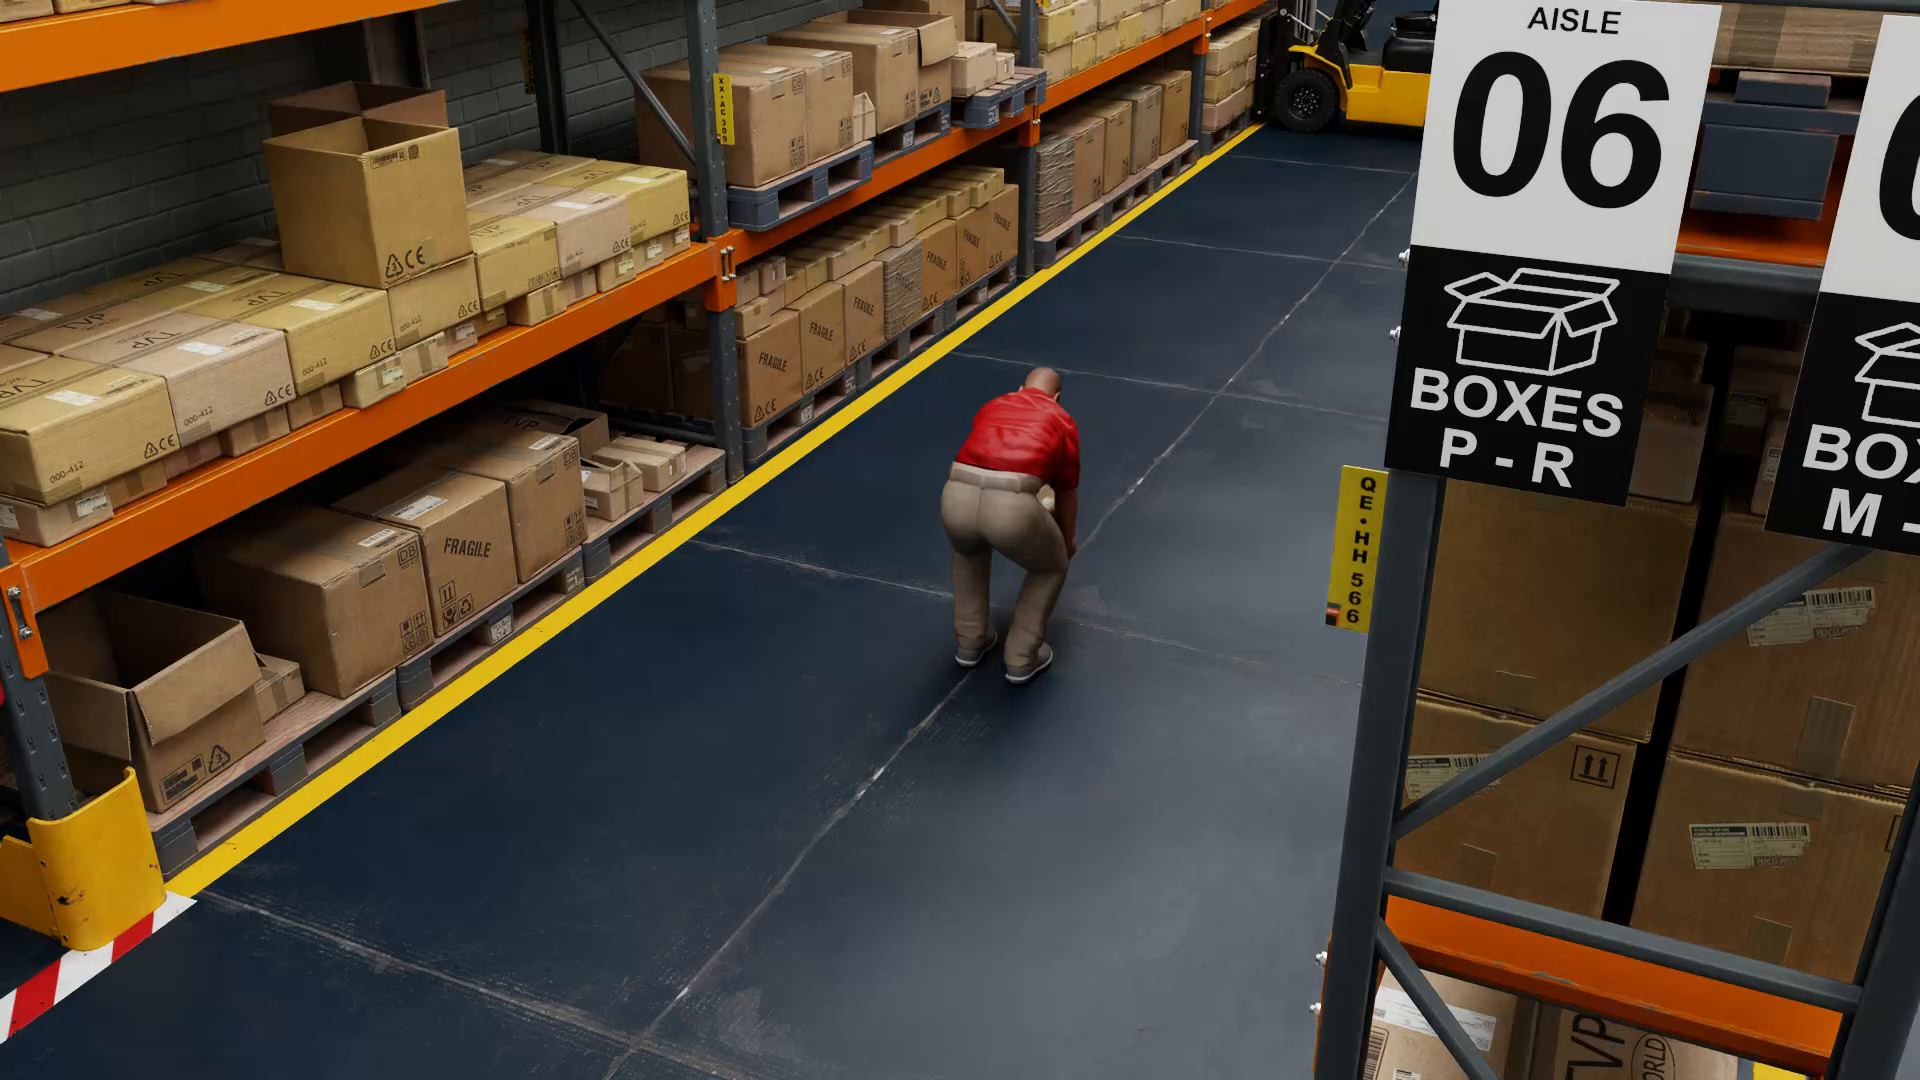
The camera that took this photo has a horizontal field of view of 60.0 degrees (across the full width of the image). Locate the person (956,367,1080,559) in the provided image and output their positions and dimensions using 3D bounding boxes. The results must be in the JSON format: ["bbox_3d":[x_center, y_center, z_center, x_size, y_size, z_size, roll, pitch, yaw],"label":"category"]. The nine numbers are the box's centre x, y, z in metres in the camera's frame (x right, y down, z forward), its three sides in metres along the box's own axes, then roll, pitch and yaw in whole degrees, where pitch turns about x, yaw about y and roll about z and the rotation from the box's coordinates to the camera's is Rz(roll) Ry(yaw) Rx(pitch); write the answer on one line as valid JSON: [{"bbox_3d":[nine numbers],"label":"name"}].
[{"bbox_3d":[0.244,-0.229,6.940,0.473,0.820,0.805,10,28,20],"label":"person"}]
